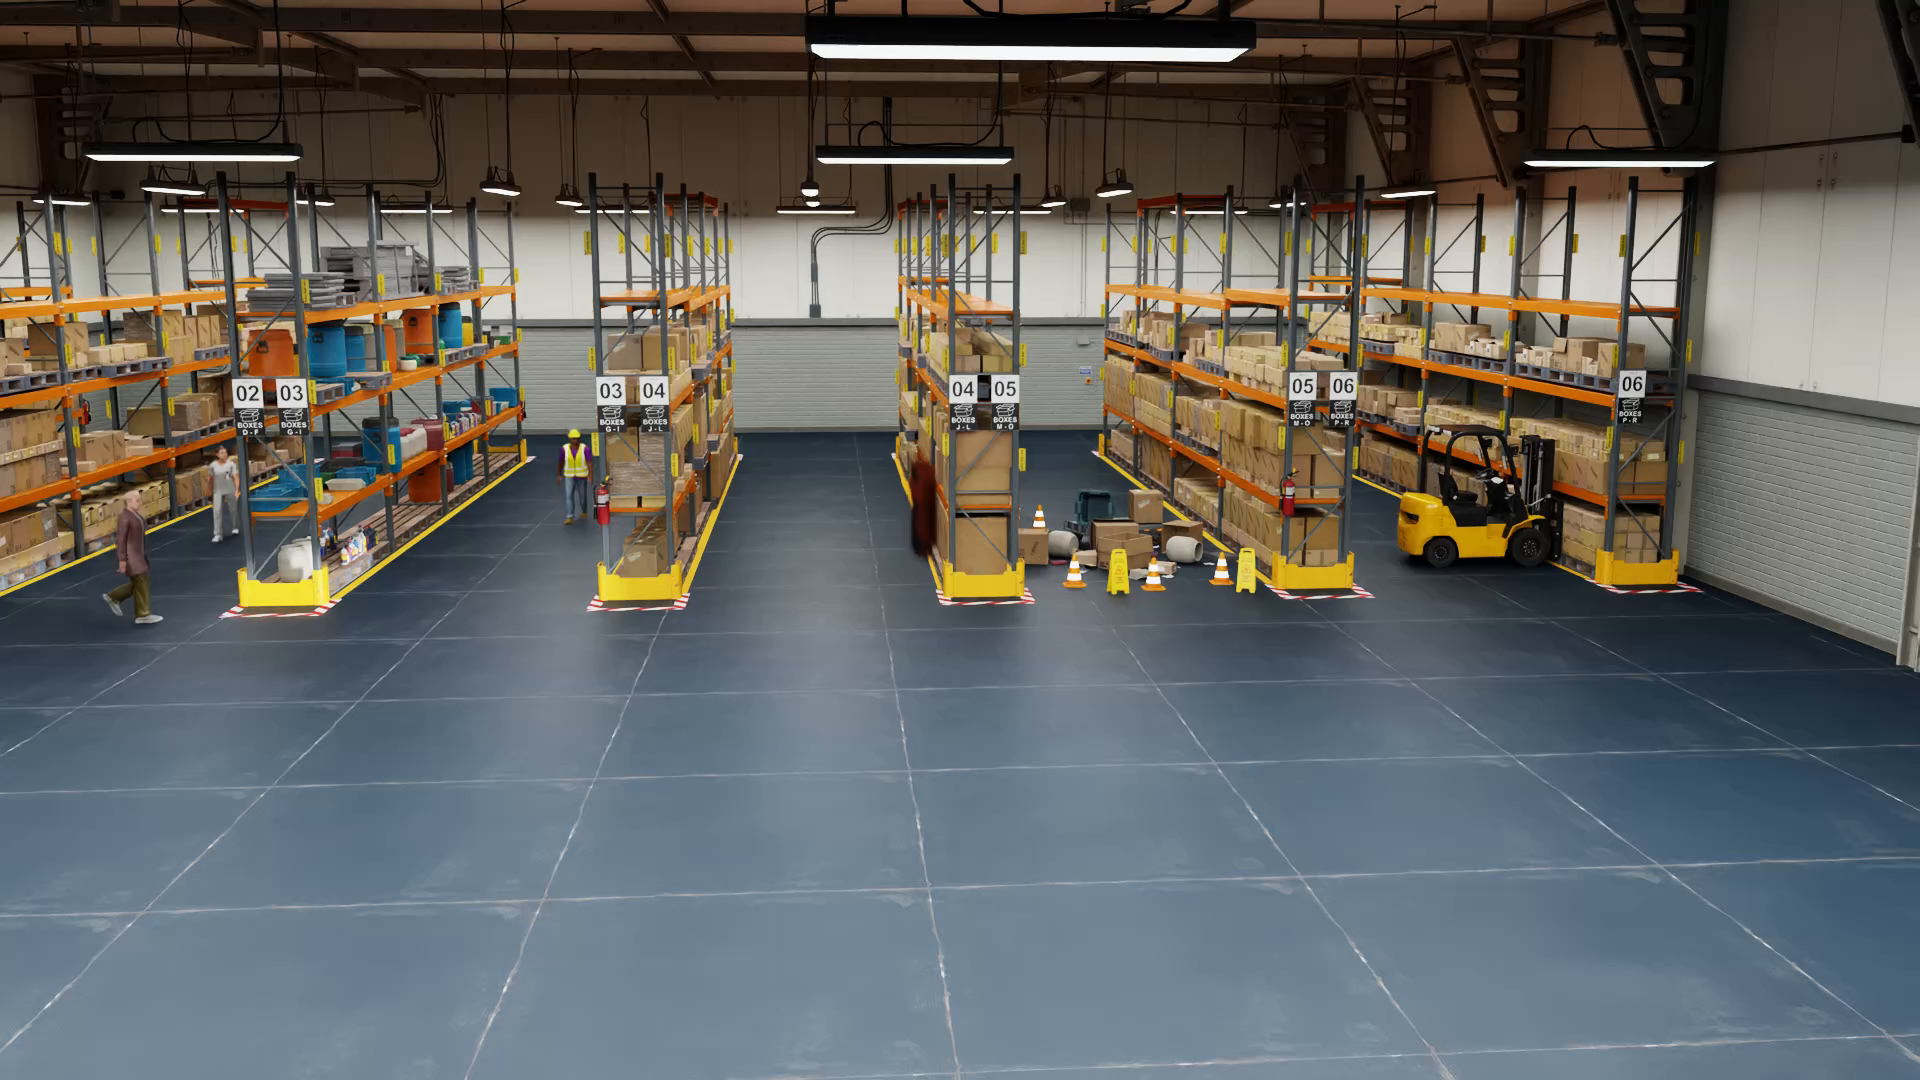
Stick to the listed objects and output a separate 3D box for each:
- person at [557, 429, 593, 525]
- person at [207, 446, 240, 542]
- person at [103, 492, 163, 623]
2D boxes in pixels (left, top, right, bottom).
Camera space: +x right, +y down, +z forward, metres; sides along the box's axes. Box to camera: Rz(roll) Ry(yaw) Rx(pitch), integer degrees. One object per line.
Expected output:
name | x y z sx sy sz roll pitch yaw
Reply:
person | -7.027 -1.167 30.309 0.688 1.706 1.085 -1 10 -4
person | -12.681 -0.822 28.587 0.556 1.606 1.072 -2 10 -14
person | -11.133 0.231 22.241 0.834 1.758 0.572 -1 10 -5
